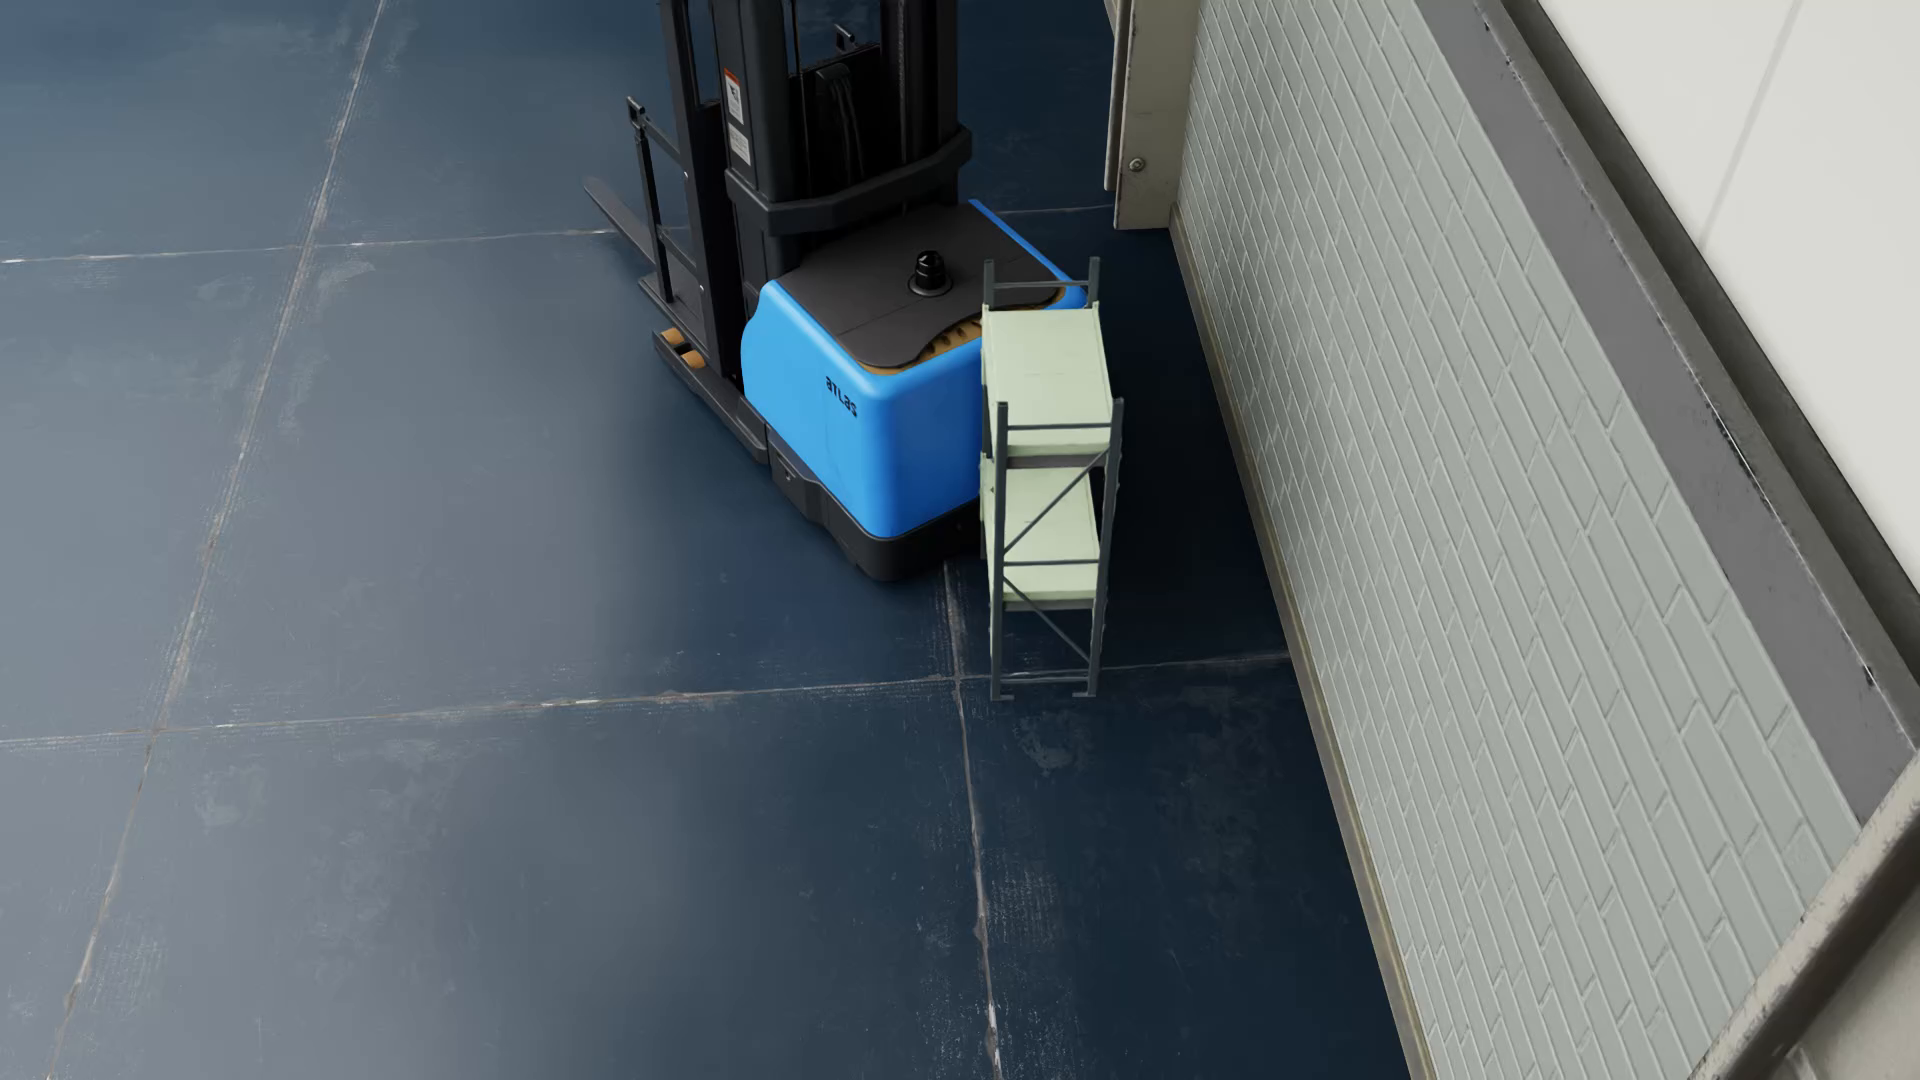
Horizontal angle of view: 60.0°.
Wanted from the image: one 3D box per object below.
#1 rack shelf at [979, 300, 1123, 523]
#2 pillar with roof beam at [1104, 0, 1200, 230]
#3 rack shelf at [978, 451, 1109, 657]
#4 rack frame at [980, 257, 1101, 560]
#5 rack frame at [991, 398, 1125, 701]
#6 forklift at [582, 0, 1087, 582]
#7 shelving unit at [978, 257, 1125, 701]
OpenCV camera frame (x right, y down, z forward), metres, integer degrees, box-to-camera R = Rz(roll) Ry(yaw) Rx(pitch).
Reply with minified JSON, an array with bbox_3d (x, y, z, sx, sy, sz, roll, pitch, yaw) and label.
[{"bbox_3d":[0.301,-0.452,5.744,0.431,0.370,0.720,-2,47,-2],"label":"rack shelf"},{"bbox_3d":[-3.372,-4.545,4.993,9.100,9.000,0.400,-3,47,-3],"label":"pillar with roof beam"},{"bbox_3d":[0.301,0.040,6.264,0.431,0.370,0.720,-2,47,-2],"label":"rack shelf"},{"bbox_3d":[0.284,-0.449,6.279,0.400,1.500,0.023,-2,47,-2],"label":"rack frame"},{"bbox_3d":[0.317,0.082,5.776,0.400,1.500,0.023,-2,47,-2],"label":"rack frame"},{"bbox_3d":[-0.747,-1.880,6.649,1.130,2.935,3.031,-27,52,-23],"label":"forklift"},{"bbox_3d":[0.301,-0.184,6.028,0.431,1.500,0.755,-2,47,-2],"label":"shelving unit"}]
